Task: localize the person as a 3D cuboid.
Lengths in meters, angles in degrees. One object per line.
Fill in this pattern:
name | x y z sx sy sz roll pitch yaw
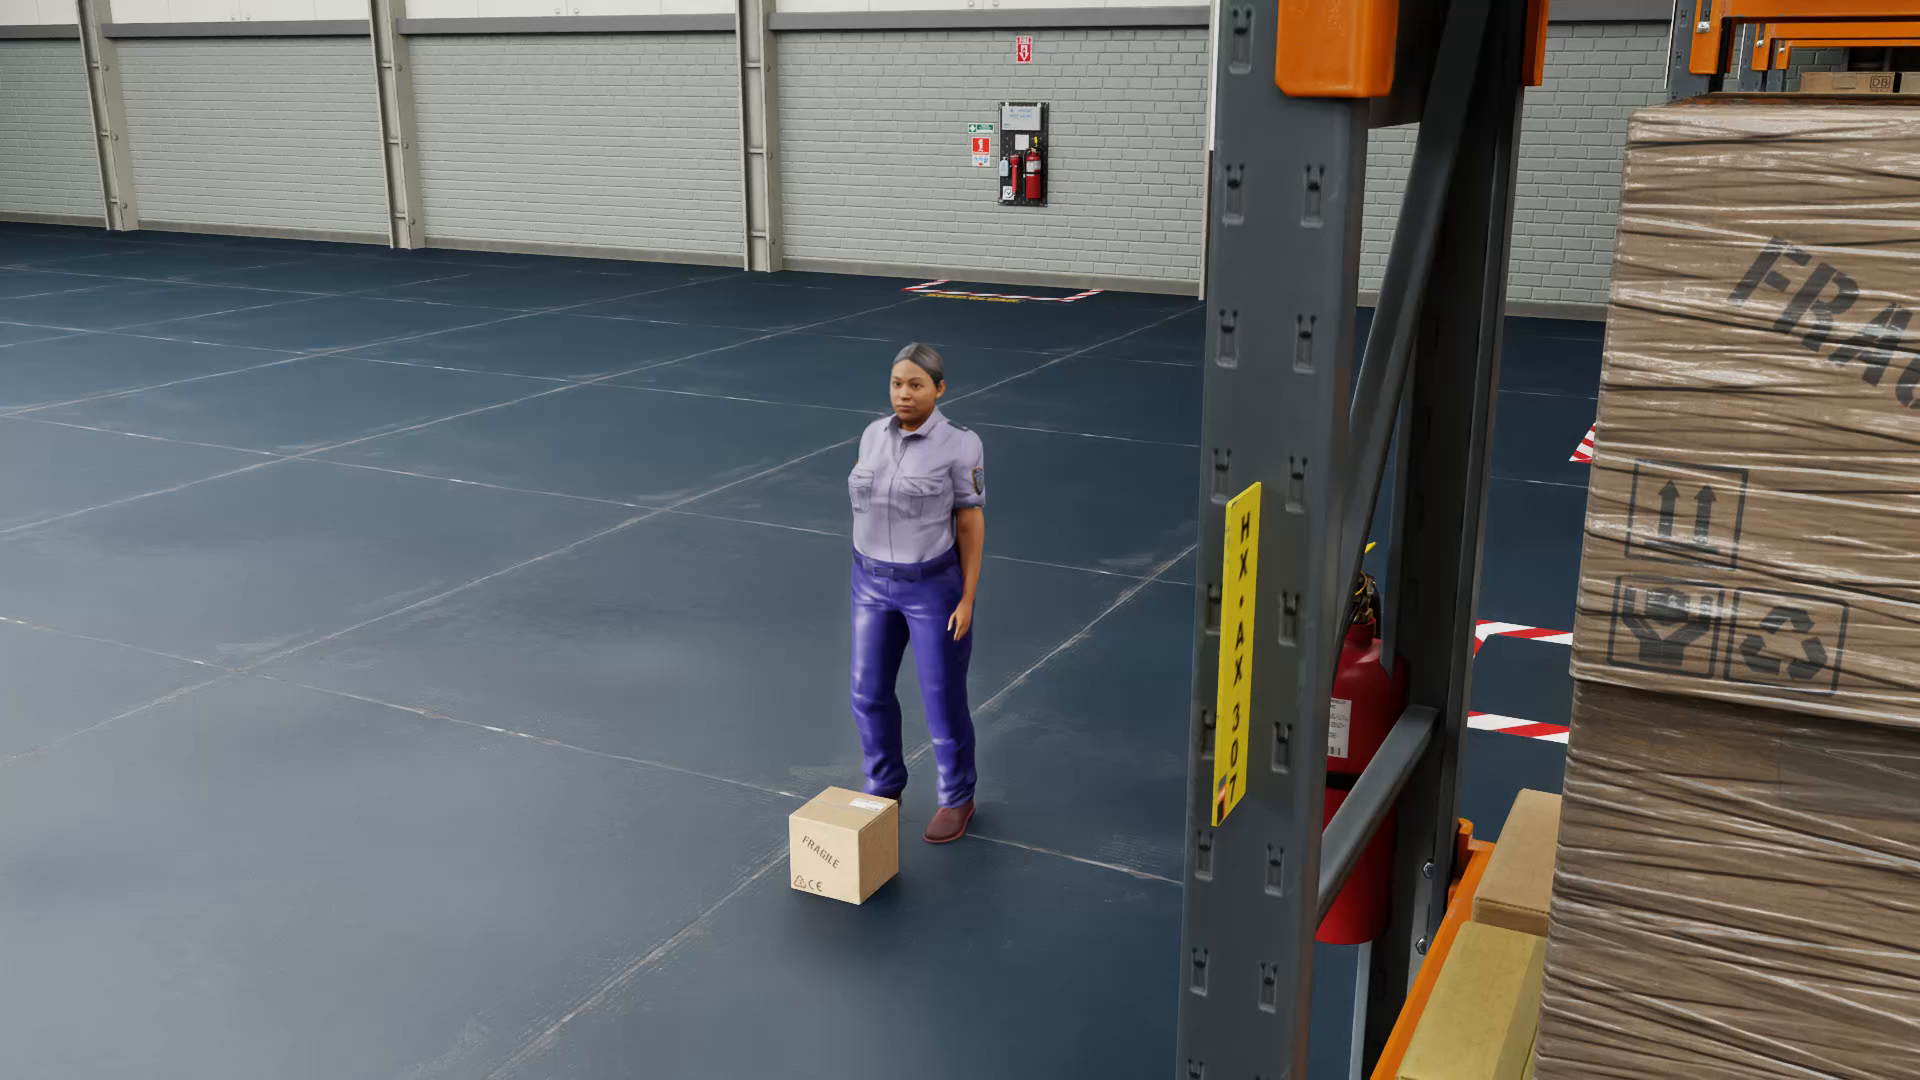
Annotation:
person | -0.148 0.182 5.442 0.466 1.650 0.356 8 18 27
